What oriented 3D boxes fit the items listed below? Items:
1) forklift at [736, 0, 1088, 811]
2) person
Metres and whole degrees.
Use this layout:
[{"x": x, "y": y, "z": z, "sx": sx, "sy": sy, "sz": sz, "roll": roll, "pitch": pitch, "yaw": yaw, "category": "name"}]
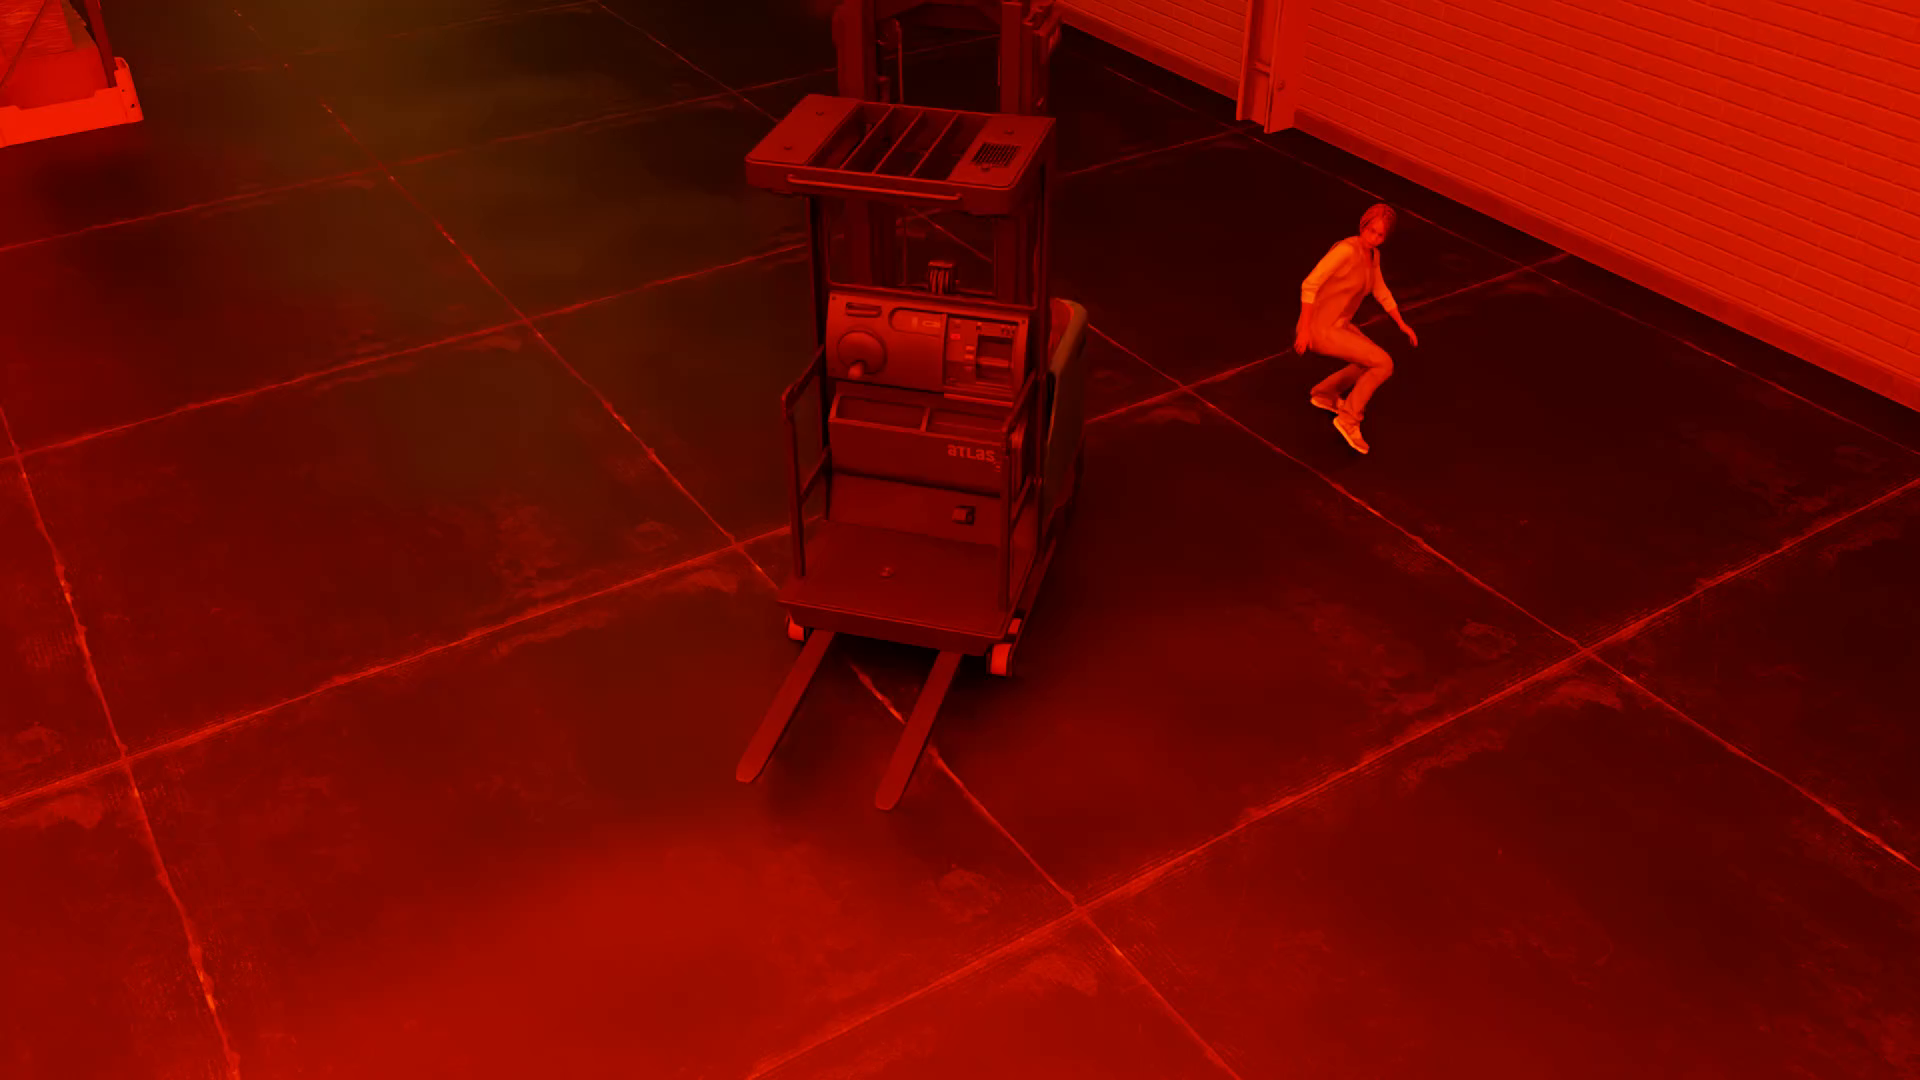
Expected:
[{"x": -0.206, "y": -0.810, "z": 7.300, "sx": 1.130, "sy": 2.935, "sz": 3.031, "roll": 9, "pitch": 36, "yaw": 13, "category": "forklift"}, {"x": 2.174, "y": -1.165, "z": 9.142, "sx": 0.623, "sy": 1.361, "sz": 0.661, "roll": 16, "pitch": 38, "yaw": 21, "category": "person"}]
